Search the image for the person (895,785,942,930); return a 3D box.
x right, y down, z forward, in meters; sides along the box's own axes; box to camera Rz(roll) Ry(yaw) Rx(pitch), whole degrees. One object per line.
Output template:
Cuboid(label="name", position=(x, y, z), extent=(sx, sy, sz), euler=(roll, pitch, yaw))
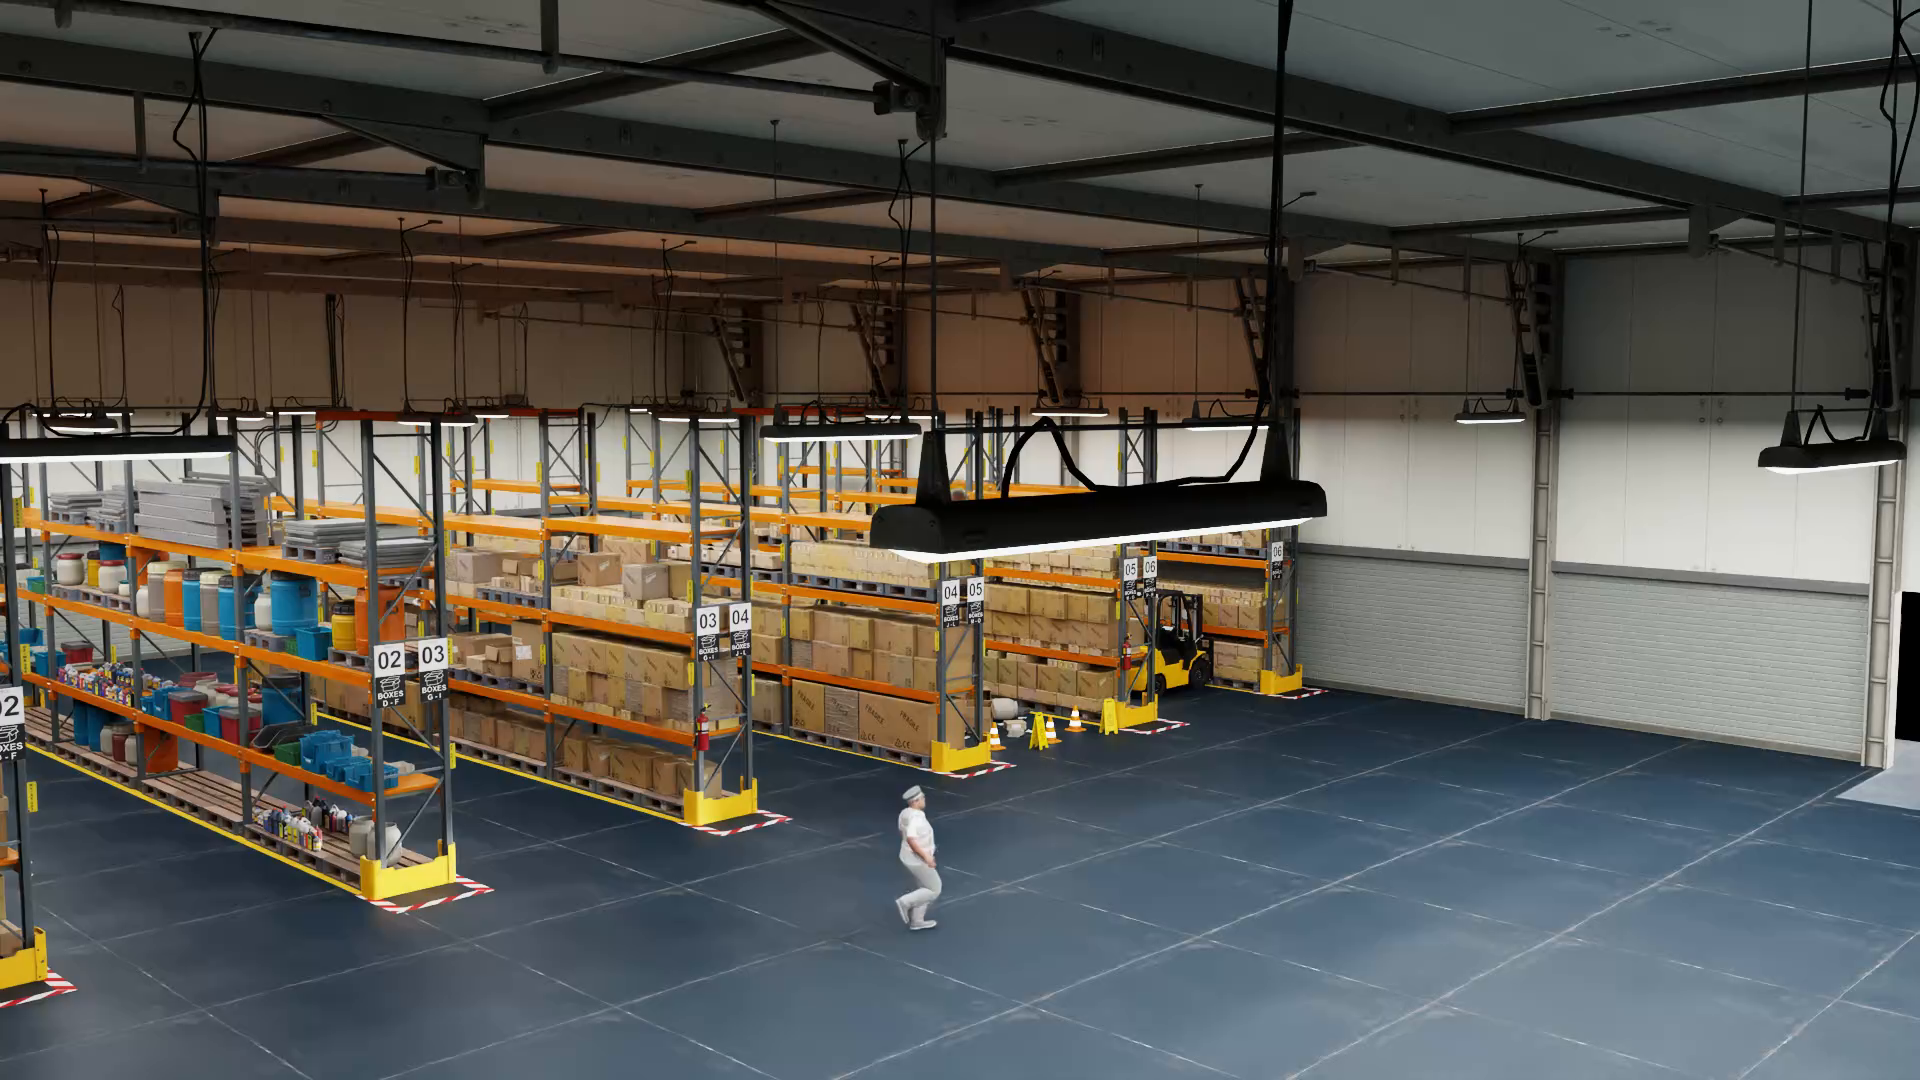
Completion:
Cuboid(label="person", position=(-0.512, 3.739, 19.572), extent=(0.591, 1.730, 0.678), euler=(-2, 5, -19))

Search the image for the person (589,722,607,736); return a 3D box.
Cuboid(label="person", position=(-6.555, 2.748, 30.585), extent=(0.577, 1.740, 0.650), euler=(3, 6, 32))

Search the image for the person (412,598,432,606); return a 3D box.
Cuboid(label="person", position=(-12.637, 2.006, 38.946), extent=(0.685, 1.808, 0.821), euler=(1, 5, 12))
